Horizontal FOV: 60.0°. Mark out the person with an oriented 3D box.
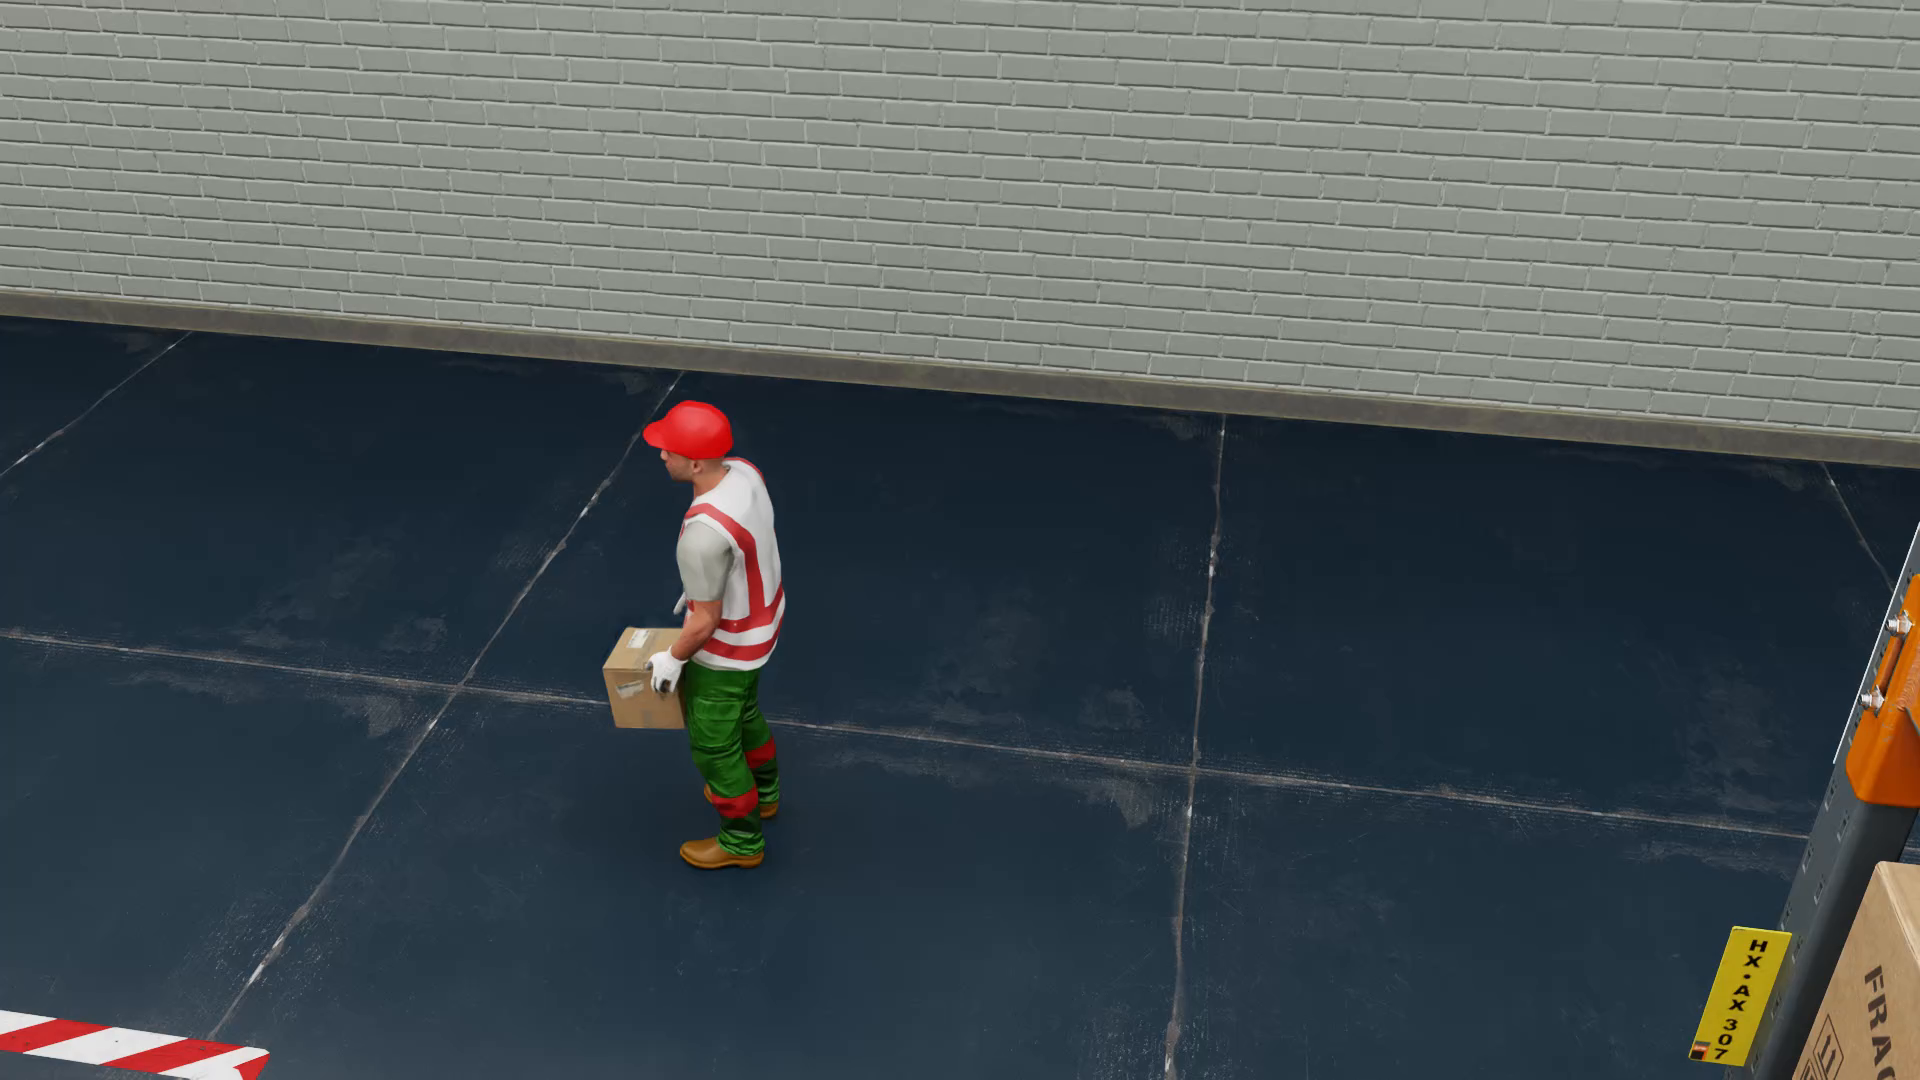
[{"bbox_3d":[-0.806,0.333,5.584,0.425,1.789,0.541,5,32,7],"label":"person"}]
